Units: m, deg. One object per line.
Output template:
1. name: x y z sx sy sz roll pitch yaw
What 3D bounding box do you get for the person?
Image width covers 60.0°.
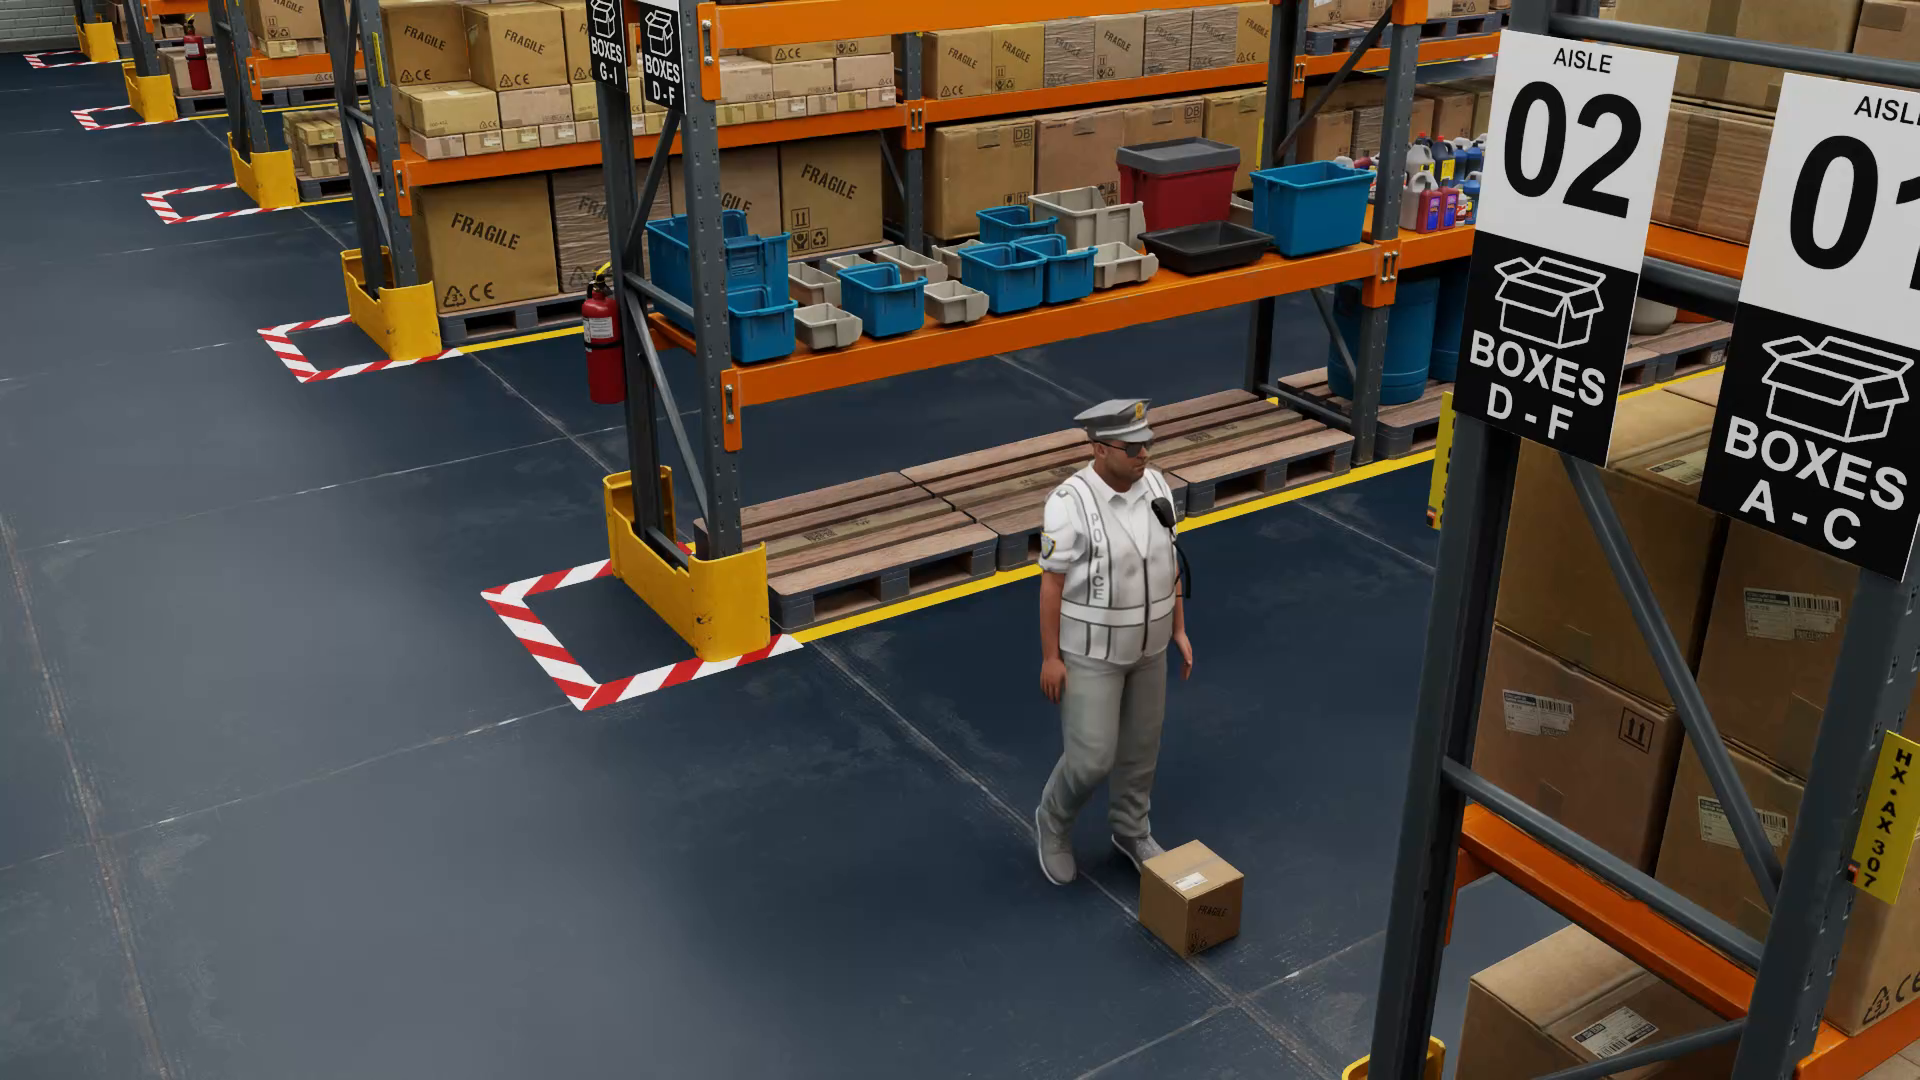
1. person: 0.560 0.385 5.753 0.567 1.811 0.488 -15 29 -29
